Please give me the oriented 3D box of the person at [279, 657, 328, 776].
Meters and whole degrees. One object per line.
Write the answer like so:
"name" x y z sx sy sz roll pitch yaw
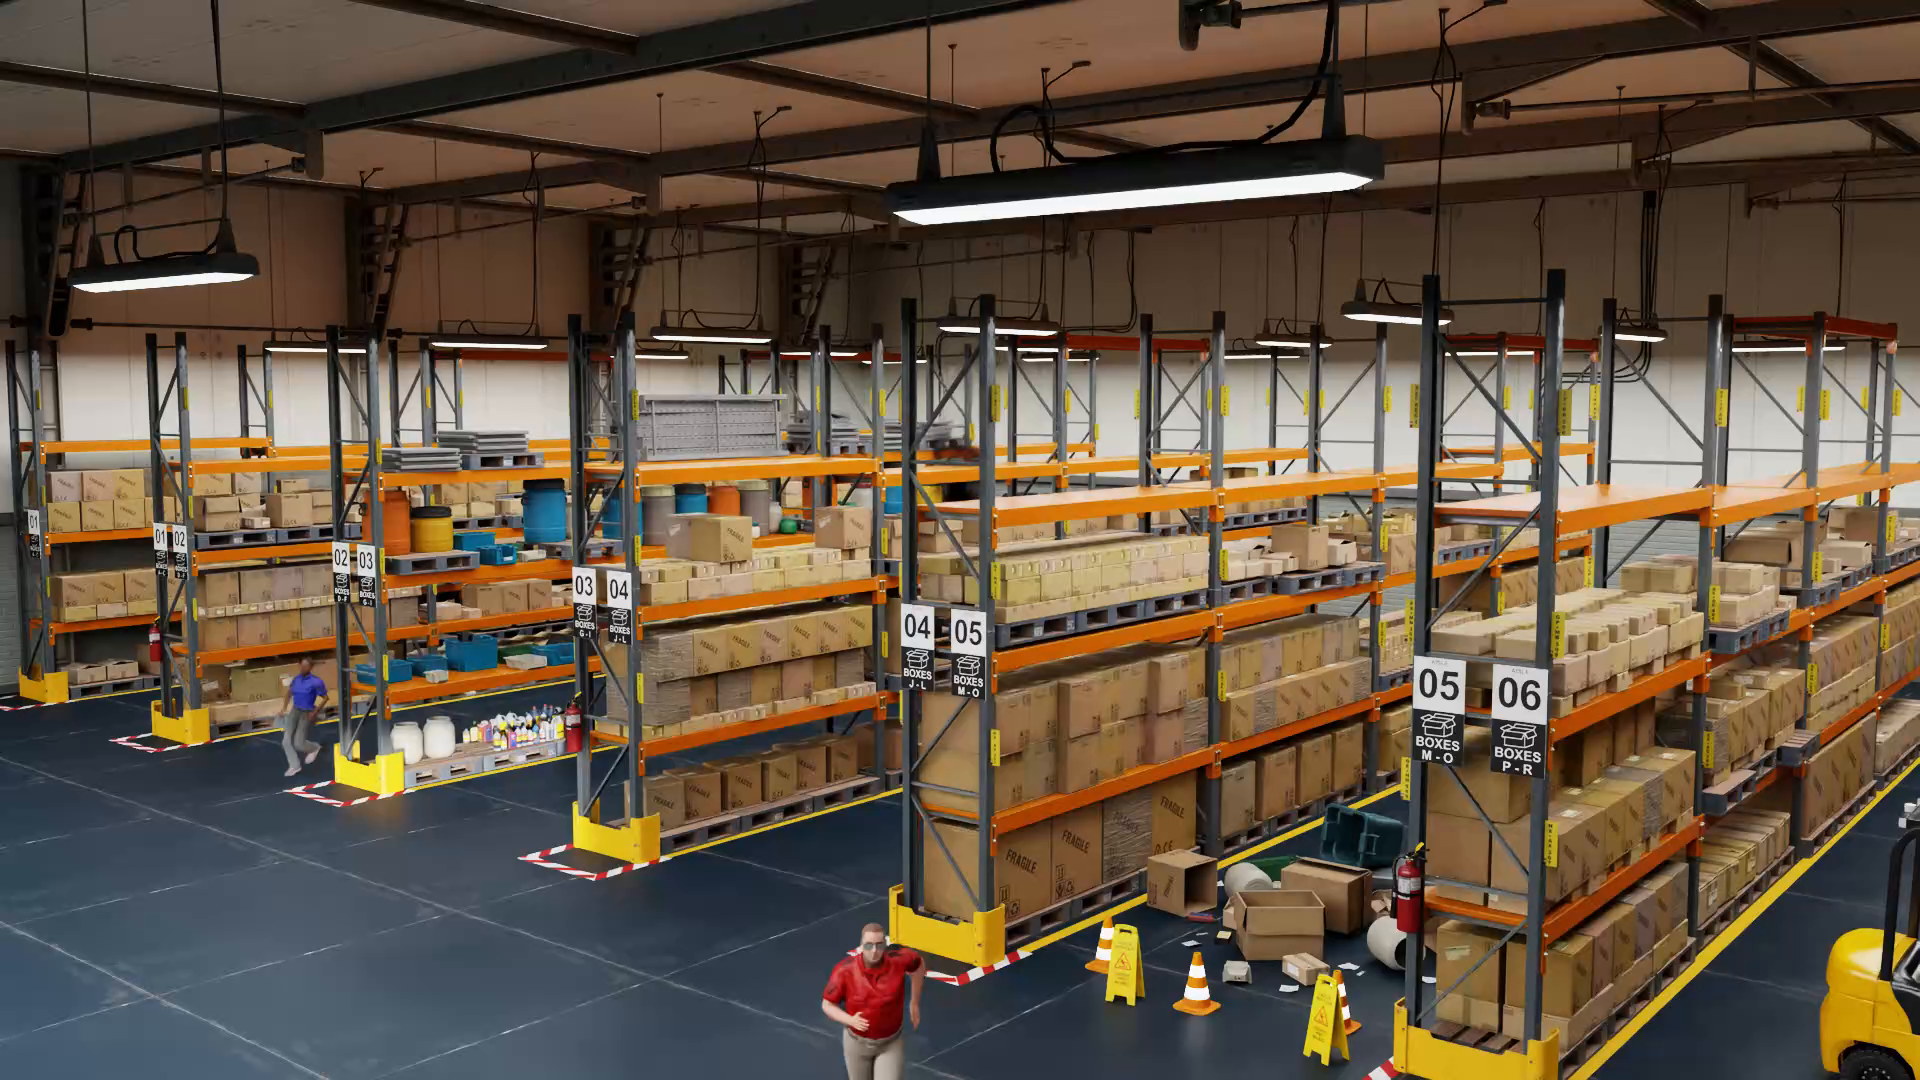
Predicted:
"person" -8.821 2.381 22.412 0.624 1.613 0.505 2 5 17

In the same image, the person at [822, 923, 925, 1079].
"person" -0.565 3.356 10.979 0.677 1.791 0.952 0 5 -3
